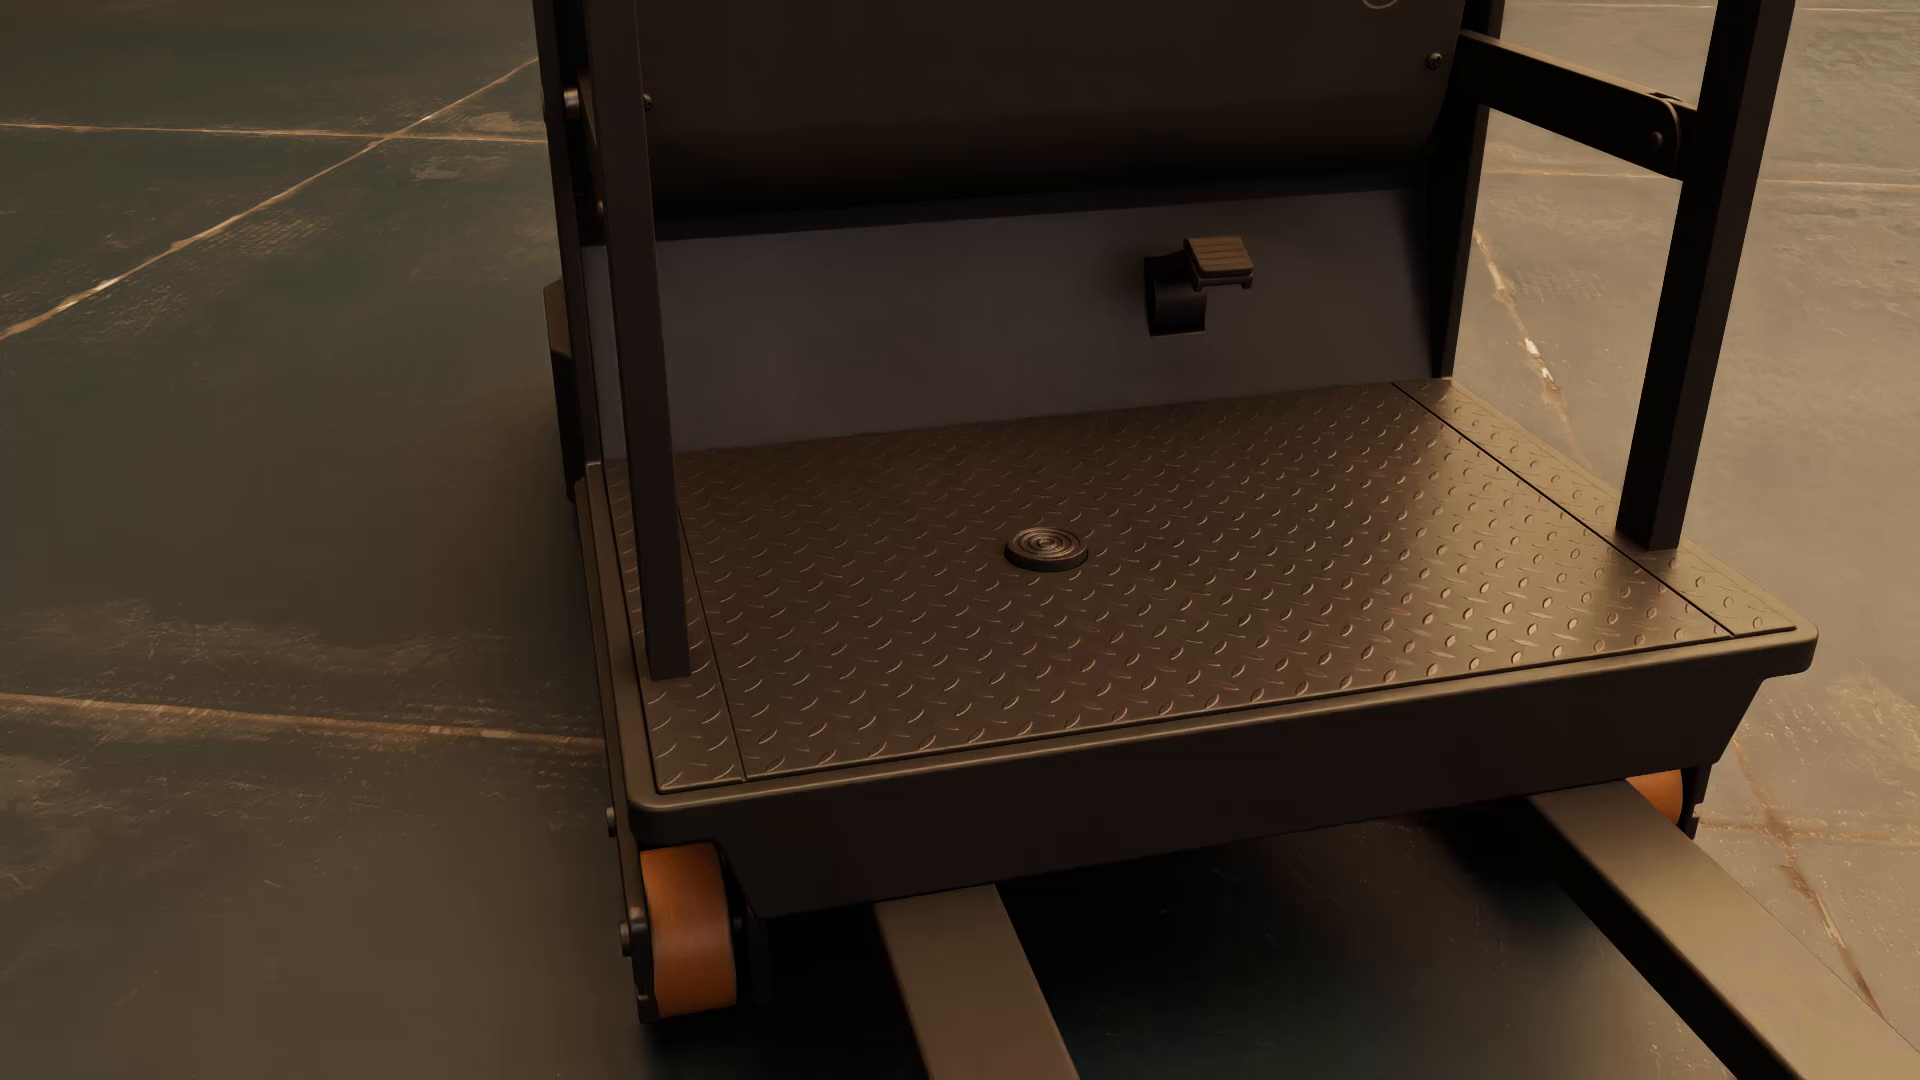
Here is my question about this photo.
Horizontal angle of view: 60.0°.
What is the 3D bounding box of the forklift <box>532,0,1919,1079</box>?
[{"bbox_3d":[0.153,-1.049,1.319,1.130,2.935,3.031,-7,27,-13],"label":"forklift"}]
